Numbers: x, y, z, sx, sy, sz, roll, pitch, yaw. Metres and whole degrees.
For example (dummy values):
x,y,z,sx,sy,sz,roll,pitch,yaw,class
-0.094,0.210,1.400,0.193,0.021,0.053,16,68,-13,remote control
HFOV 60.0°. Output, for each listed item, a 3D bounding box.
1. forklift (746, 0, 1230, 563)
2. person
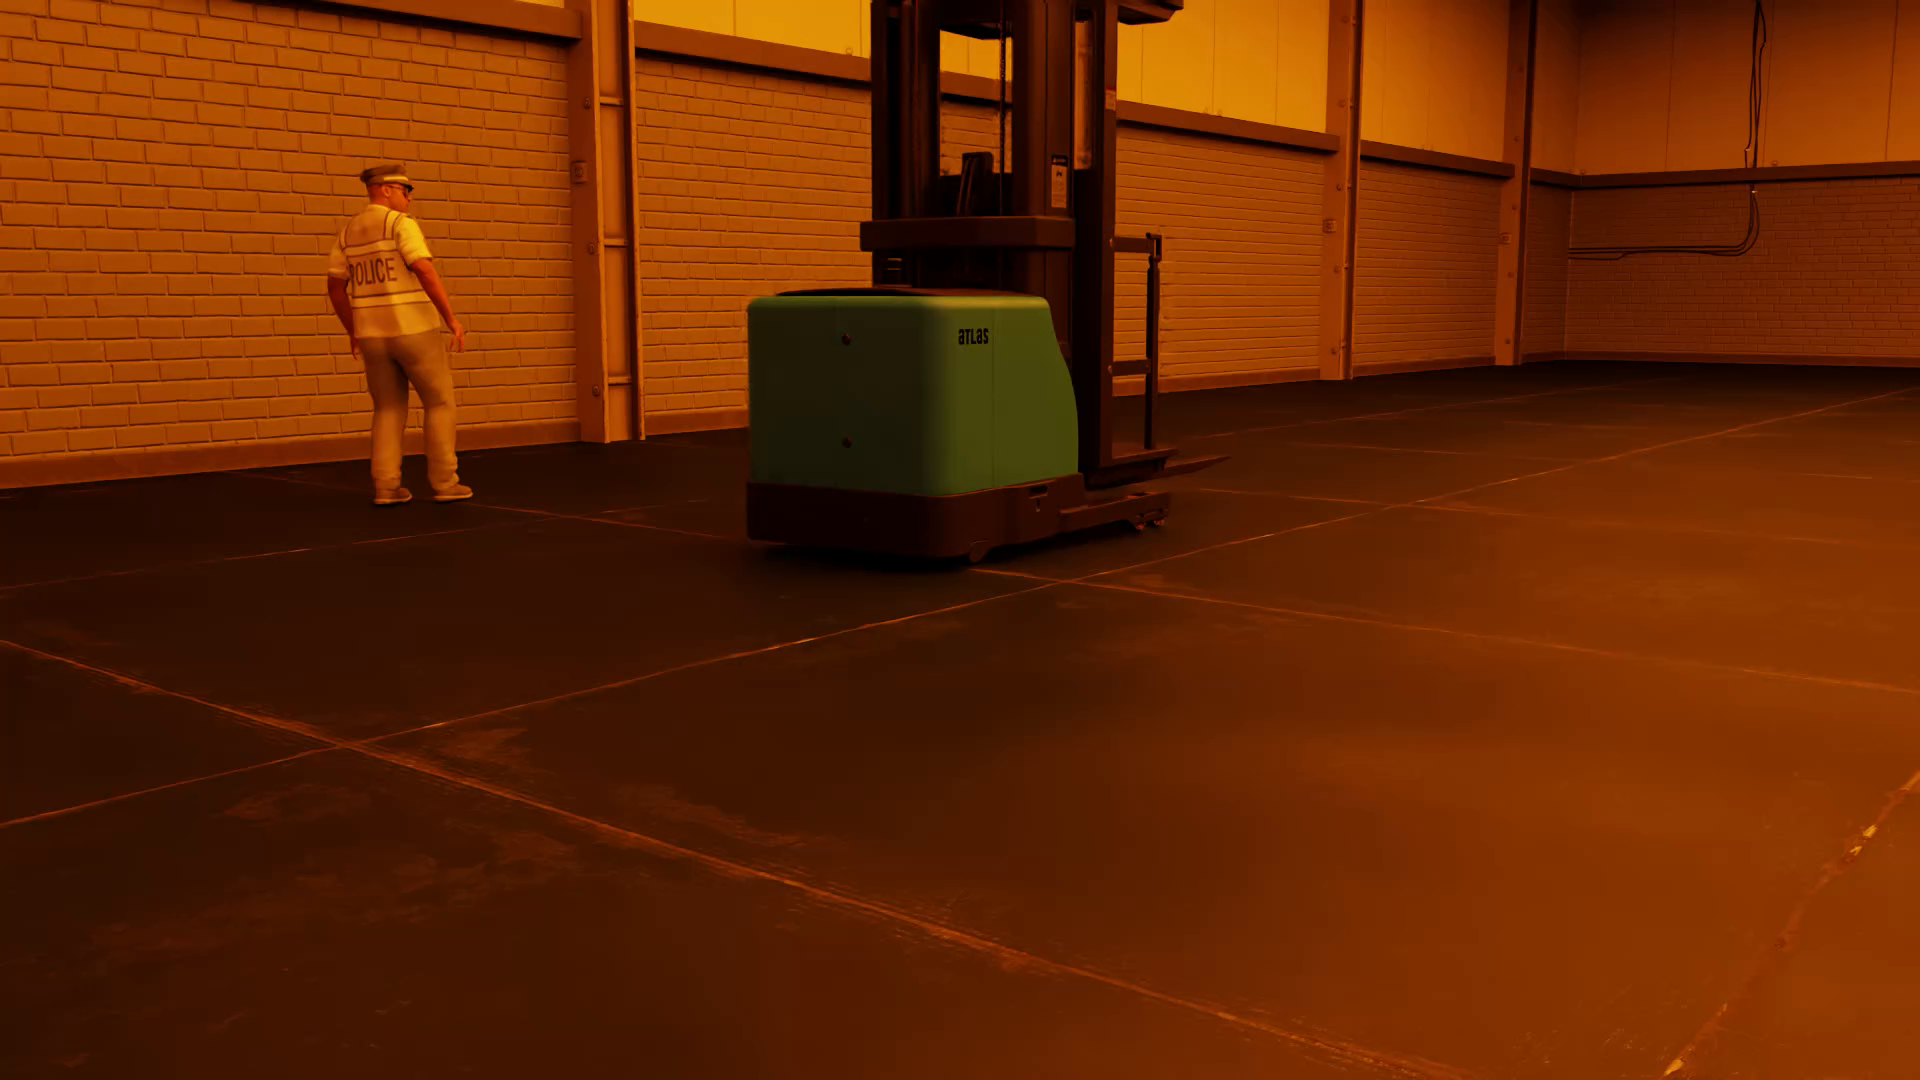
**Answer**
x,y,z,sx,sy,sz,roll,pitch,yaw,class
0.340,-1.529,7.729,1.130,2.935,3.031,6,10,33,forklift
-2.886,-1.068,8.661,0.738,1.749,0.537,2,9,15,person
